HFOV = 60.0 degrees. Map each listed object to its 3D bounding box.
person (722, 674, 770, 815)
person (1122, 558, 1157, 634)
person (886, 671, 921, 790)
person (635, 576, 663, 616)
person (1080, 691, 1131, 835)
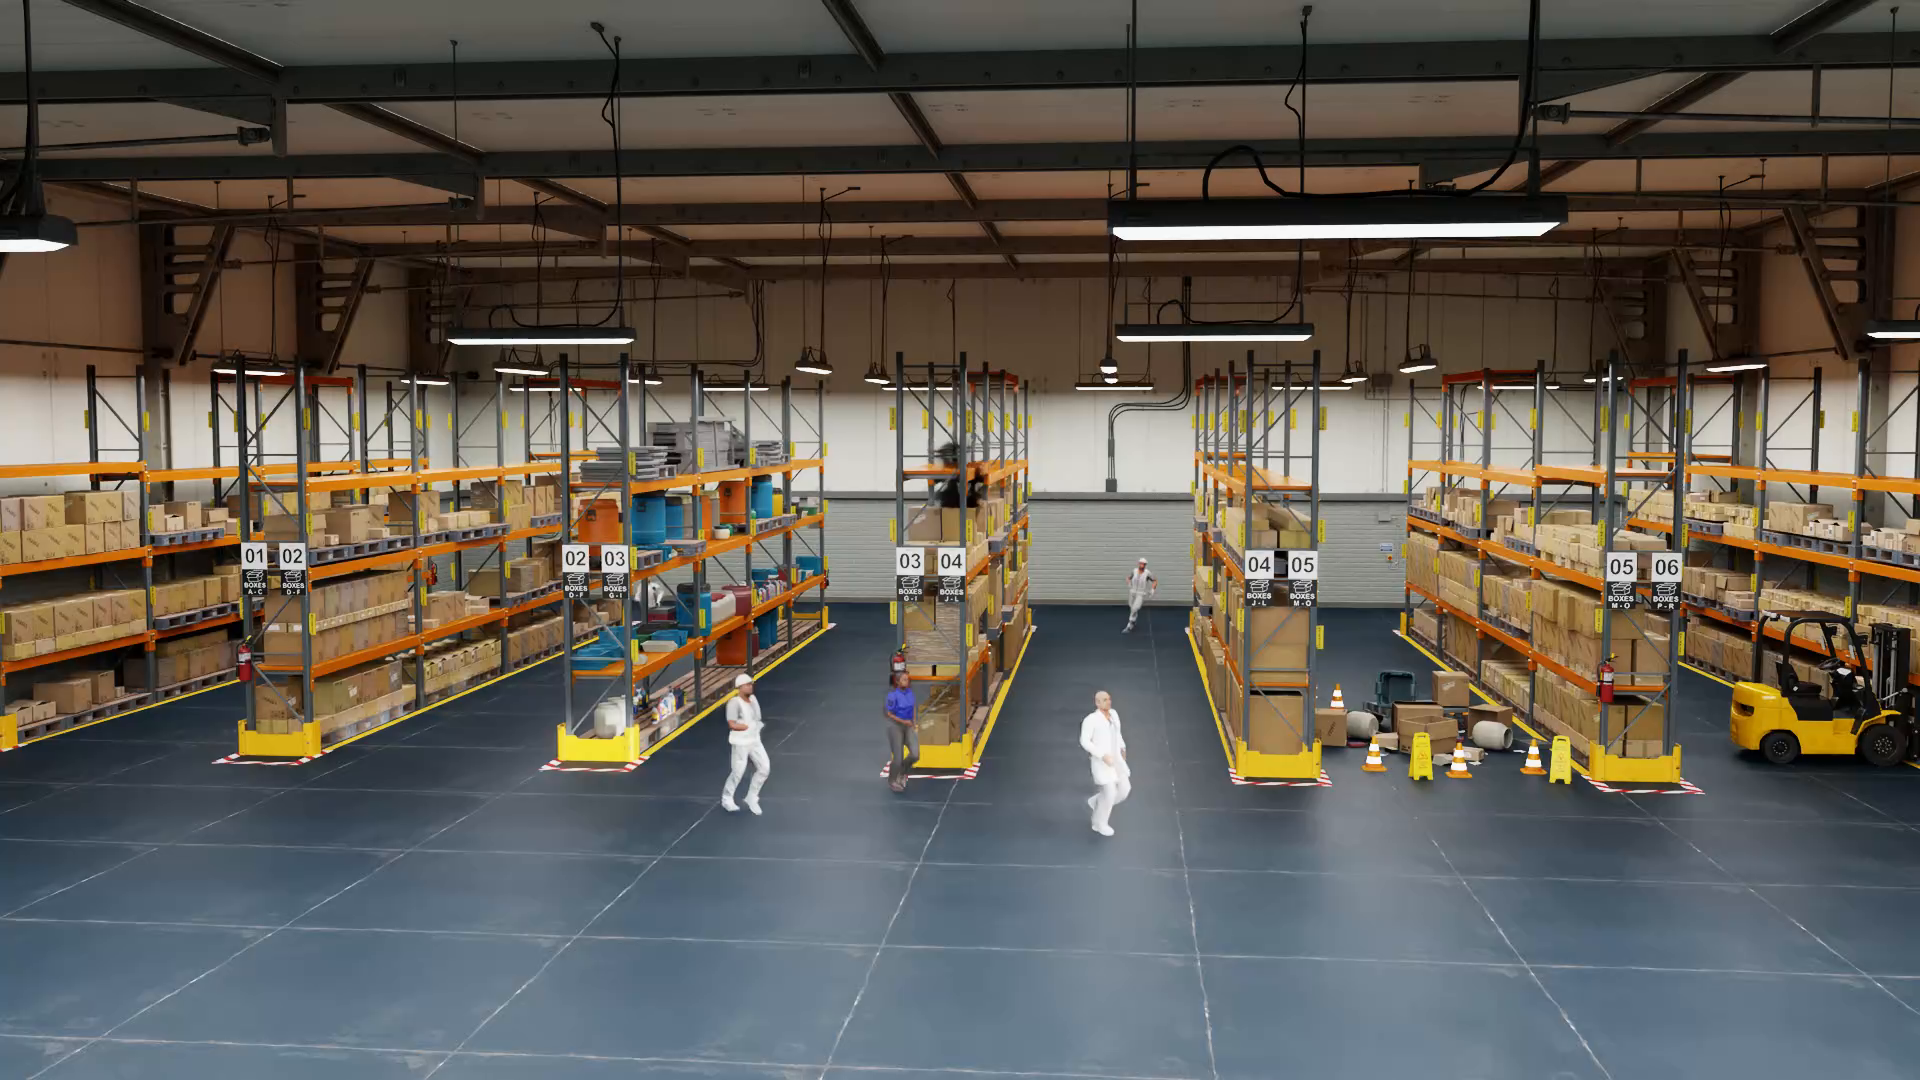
[{"bbox_3d":[-2.719,2.613,21.145,0.739,1.830,0.692,3,5,33],"label":"person"},{"bbox_3d":[4.232,1.304,39.431,0.757,1.771,0.896,2,5,29],"label":"person"},{"bbox_3d":[-0.736,2.590,22.557,0.605,1.624,0.589,-4,5,-41],"label":"person"},{"bbox_3d":[-6.918,1.532,36.968,0.616,1.705,0.916,0,4,-5],"label":"person"},{"bbox_3d":[1.770,2.702,20.238,0.716,1.741,0.574,-4,6,-43],"label":"person"}]
